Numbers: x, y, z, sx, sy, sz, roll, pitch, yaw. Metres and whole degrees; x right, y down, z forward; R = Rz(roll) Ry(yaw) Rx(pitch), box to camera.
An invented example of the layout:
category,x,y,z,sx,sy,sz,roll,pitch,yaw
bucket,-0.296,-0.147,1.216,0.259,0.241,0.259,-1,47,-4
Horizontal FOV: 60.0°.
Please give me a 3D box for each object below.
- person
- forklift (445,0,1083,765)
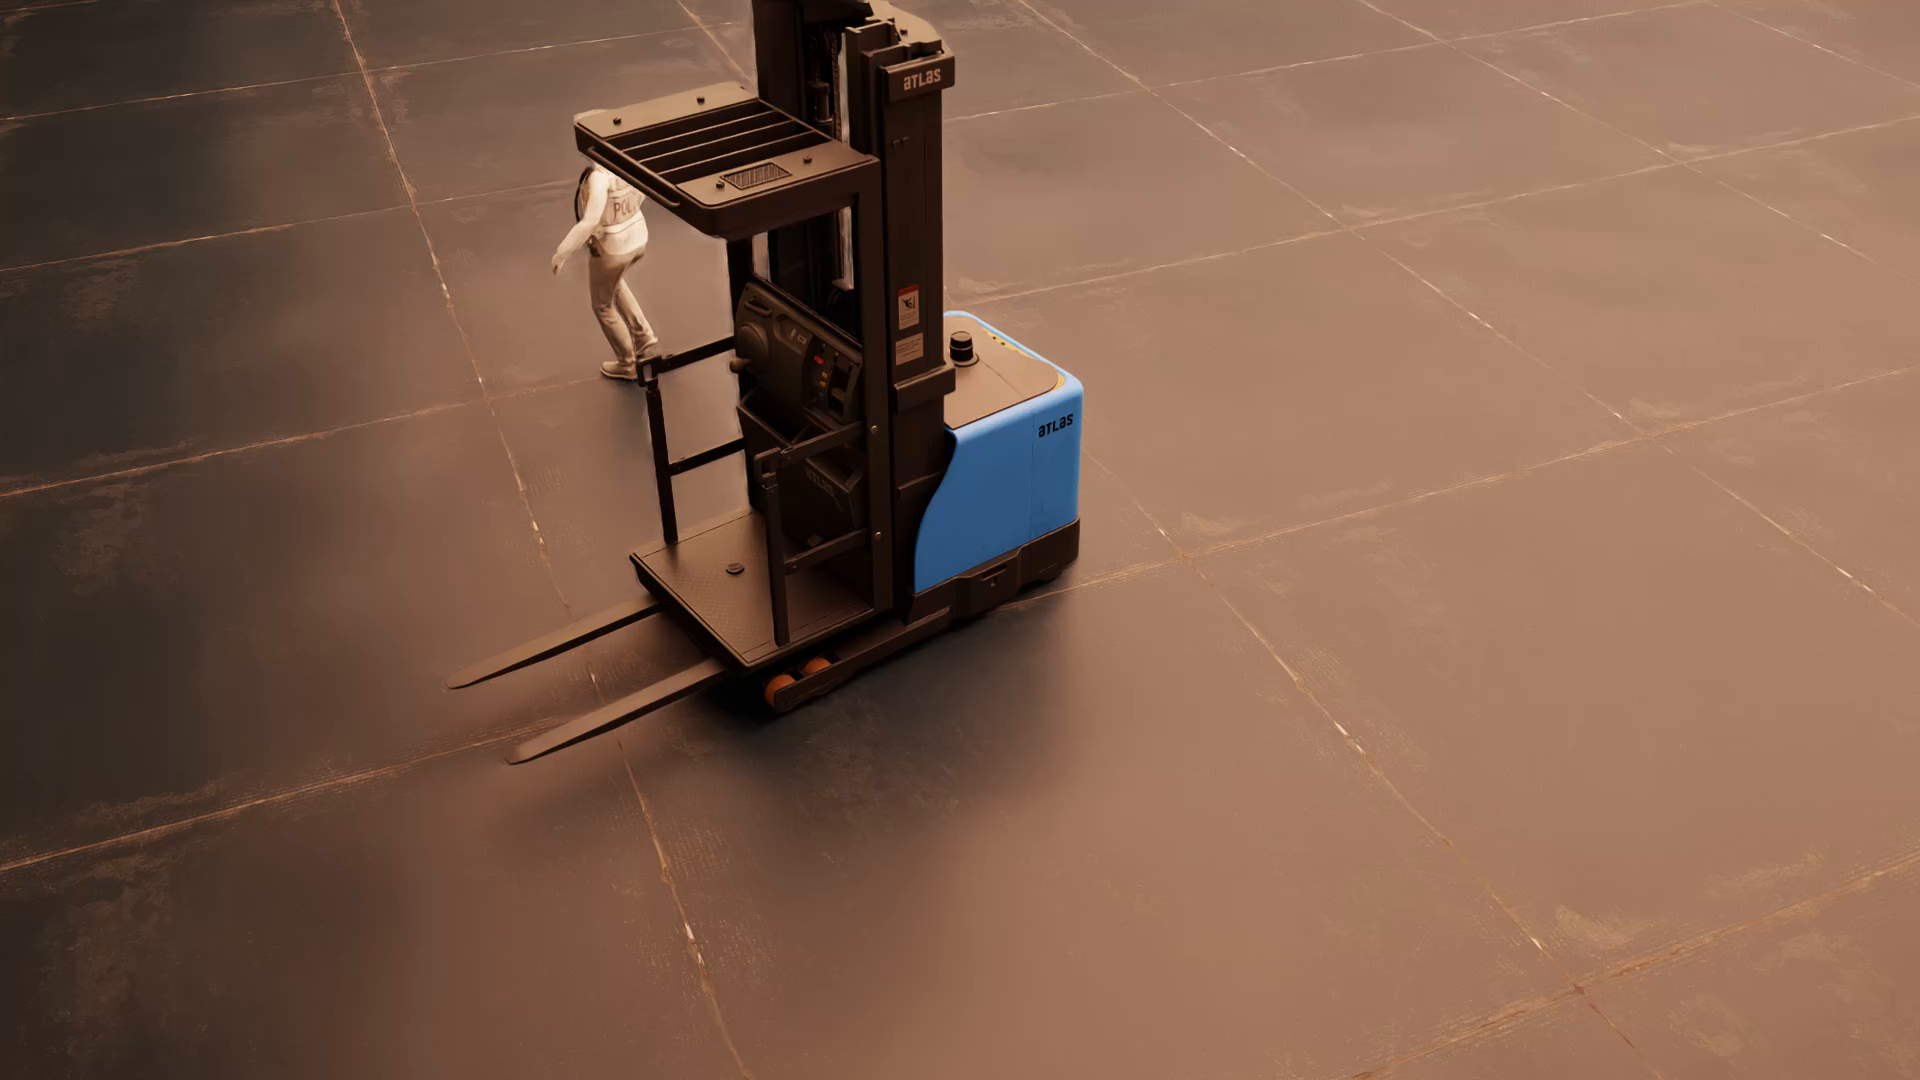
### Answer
category,x,y,z,sx,sy,sz,roll,pitch,yaw
person,-2.042,-1.664,9.574,0.440,1.660,0.754,17,39,23
forklift,-0.879,-0.765,7.174,3.031,2.935,1.130,-24,42,-30
